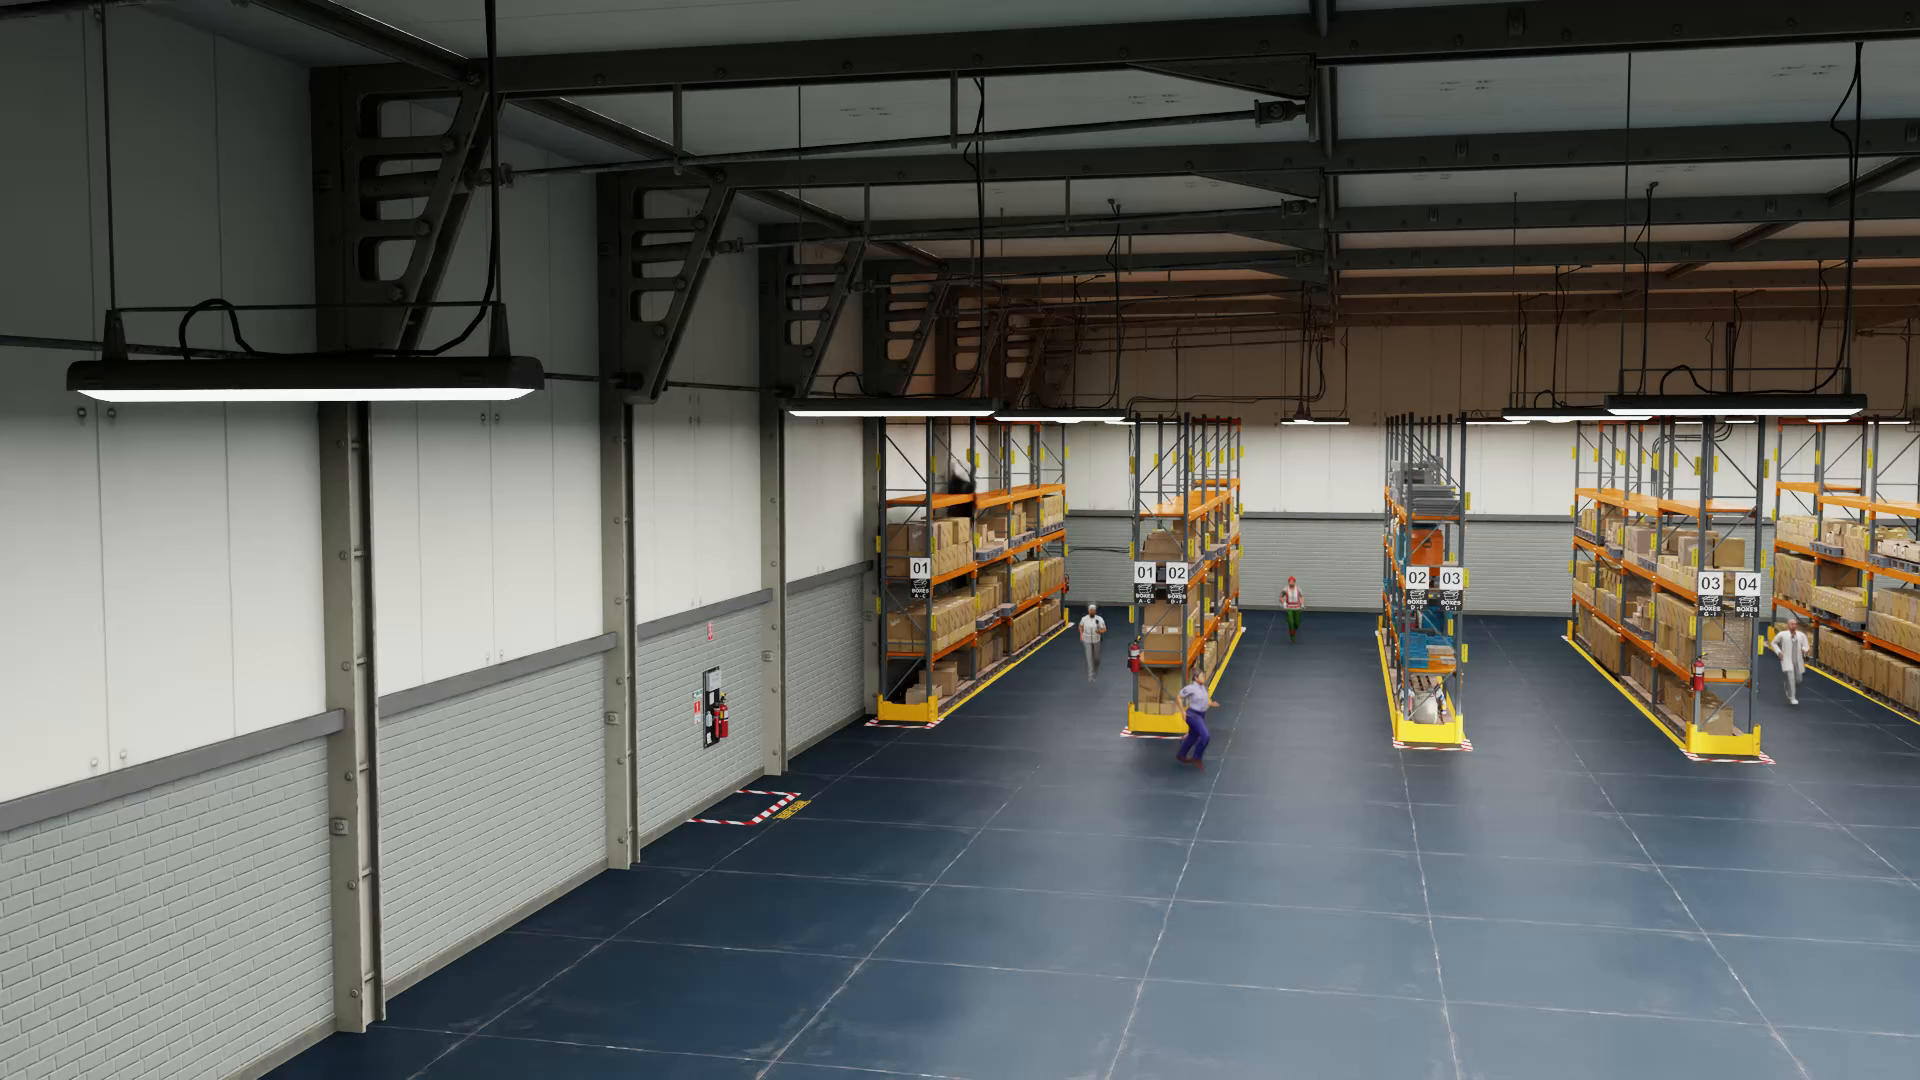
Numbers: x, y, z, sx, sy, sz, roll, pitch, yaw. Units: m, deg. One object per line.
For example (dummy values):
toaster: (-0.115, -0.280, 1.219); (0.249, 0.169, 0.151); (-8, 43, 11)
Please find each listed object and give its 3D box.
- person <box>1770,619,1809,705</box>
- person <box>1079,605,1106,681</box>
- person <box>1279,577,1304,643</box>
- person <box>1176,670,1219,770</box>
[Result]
person: (17.247, 2.514, 34.526); (0.720, 1.745, 0.896); (0, 4, 6)
person: (2.902, 2.233, 36.448); (0.610, 1.644, 0.855); (0, 4, 5)
person: (8.840, 1.846, 44.317); (0.671, 1.758, 0.762); (0, 4, 3)
person: (3.979, 3.021, 27.939); (0.788, 1.691, 0.570); (2, 5, 32)
